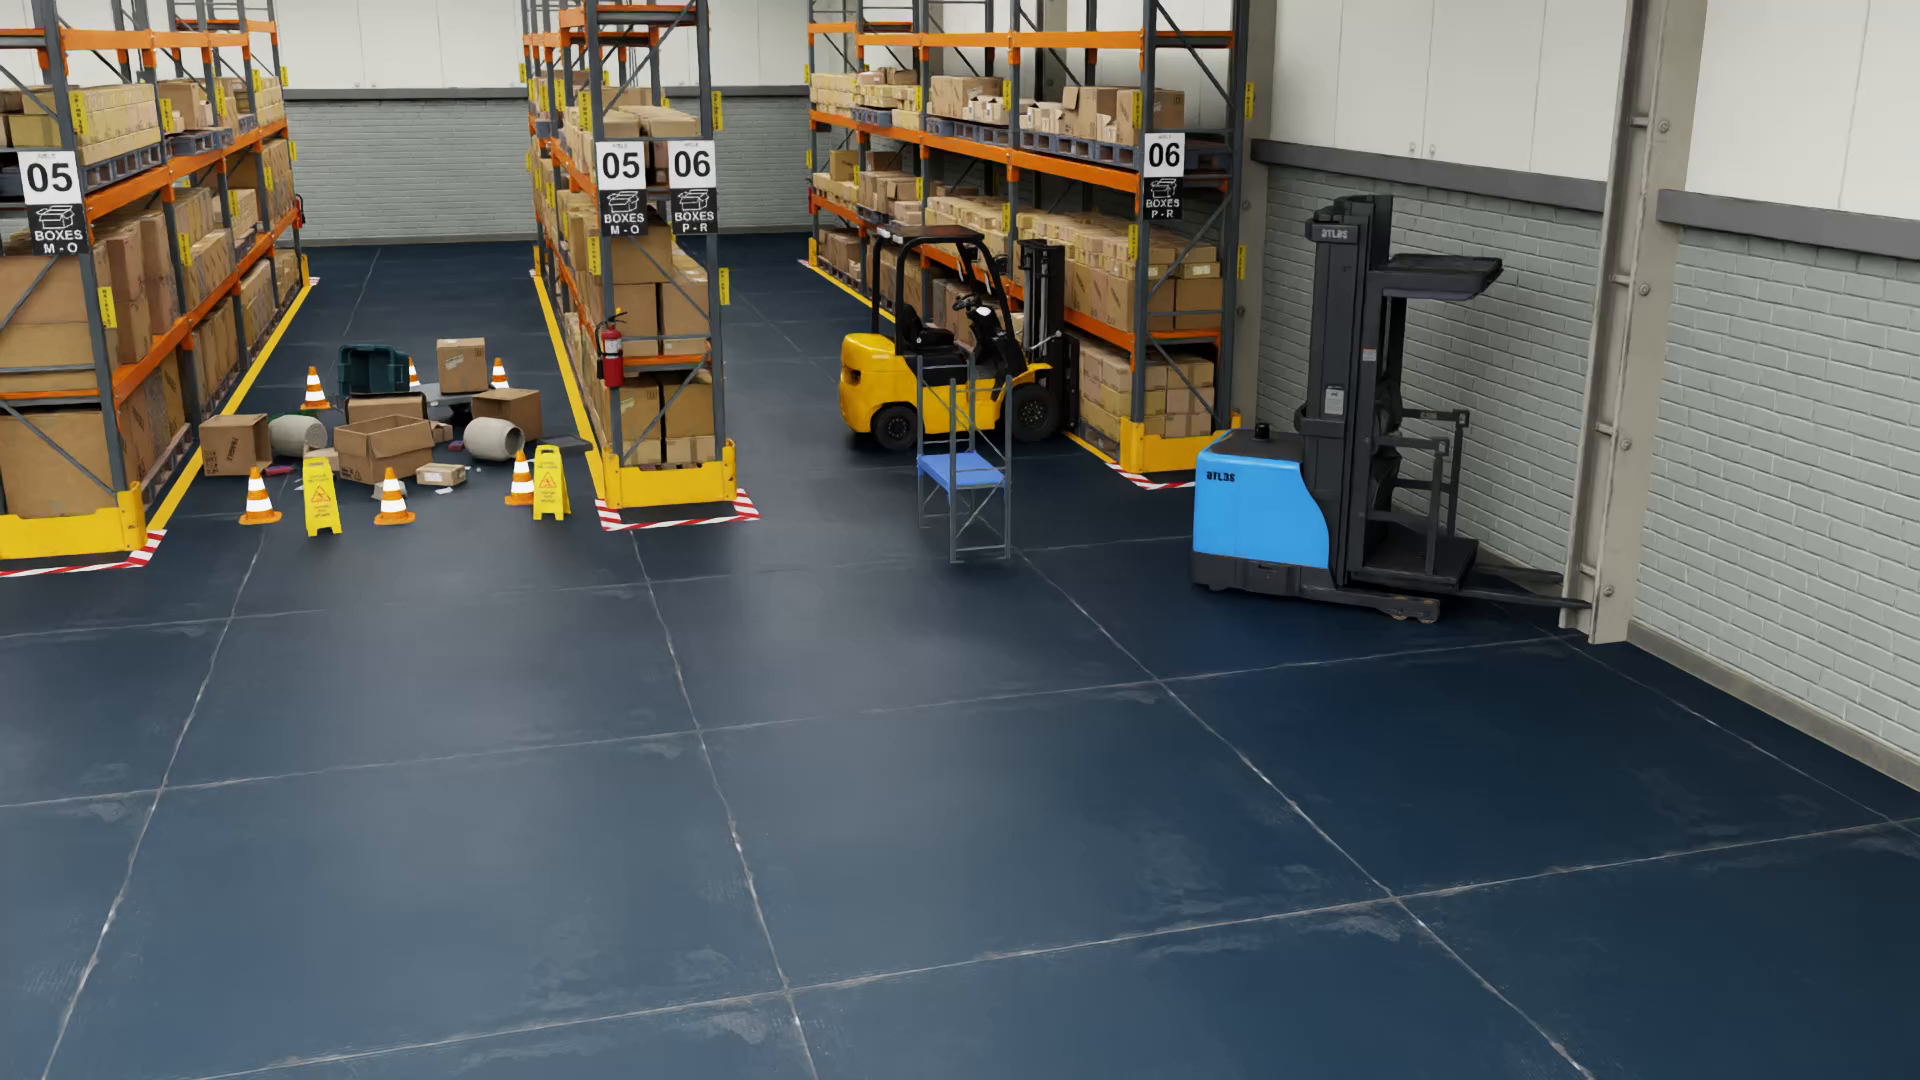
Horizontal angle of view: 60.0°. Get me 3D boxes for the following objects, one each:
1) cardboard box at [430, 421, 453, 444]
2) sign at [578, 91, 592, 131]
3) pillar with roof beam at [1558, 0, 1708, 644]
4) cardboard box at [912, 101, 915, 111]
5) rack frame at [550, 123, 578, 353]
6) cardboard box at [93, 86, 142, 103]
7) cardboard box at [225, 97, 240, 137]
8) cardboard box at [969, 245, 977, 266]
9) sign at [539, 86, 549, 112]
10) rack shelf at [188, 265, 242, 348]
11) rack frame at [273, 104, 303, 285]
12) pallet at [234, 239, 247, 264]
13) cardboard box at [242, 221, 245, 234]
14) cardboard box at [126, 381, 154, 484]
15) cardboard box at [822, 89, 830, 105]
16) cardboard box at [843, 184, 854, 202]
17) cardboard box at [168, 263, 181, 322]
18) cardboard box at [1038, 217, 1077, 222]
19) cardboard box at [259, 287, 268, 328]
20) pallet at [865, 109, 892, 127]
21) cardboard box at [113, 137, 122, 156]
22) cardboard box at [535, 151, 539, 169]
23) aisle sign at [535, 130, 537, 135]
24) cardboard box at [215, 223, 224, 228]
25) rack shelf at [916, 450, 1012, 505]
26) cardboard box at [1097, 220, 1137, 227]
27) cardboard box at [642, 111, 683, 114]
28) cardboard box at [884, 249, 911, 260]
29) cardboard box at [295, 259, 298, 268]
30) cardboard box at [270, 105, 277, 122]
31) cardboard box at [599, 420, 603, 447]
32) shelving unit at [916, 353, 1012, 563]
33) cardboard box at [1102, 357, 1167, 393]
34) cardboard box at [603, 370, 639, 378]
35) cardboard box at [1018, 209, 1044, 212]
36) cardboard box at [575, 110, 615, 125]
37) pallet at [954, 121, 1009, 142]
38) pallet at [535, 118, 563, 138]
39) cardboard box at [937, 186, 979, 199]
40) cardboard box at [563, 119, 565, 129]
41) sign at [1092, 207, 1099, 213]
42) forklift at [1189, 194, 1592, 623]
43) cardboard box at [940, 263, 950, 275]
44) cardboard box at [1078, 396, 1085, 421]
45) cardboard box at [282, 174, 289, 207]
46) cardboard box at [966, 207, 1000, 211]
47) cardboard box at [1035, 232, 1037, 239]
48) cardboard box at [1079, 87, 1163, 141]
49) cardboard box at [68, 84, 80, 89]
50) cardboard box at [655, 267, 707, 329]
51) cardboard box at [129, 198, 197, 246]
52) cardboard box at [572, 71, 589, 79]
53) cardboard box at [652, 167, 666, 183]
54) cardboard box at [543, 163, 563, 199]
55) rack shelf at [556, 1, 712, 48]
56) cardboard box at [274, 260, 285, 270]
[{"bbox_3d":[-5.552,-1.184,17.431,0.396,0.266,0.258,11,20,32],"label":"cardboard box"},{"bbox_3d":[-3.152,-3.604,13.983,0.100,0.325,0.005,-5,17,-15],"label":"sign"},{"bbox_3d":[0.343,-3.312,9.336,9.100,9.000,0.400,-5,17,-15],"label":"pillar with roof beam"},{"bbox_3d":[-0.469,-6.171,23.634,0.380,0.149,0.250,-4,17,-14],"label":"cardboard box"},{"bbox_3d":[-4.811,-3.994,22.036,1.000,3.000,0.127,-5,17,-15],"label":"rack frame"},{"bbox_3d":[-7.831,-4.131,15.424,0.380,0.149,0.250,-4,17,-14],"label":"cardboard box"},{"bbox_3d":[-9.731,-5.514,21.708,0.500,0.500,0.500,-5,17,-15],"label":"cardboard box"},{"bbox_3d":[0.419,-3.607,21.006,0.500,0.250,0.500,-5,17,-15],"label":"cardboard box"},{"bbox_3d":[-5.347,-5.675,21.380,0.100,0.325,0.005,-5,17,-15],"label":"sign"},{"bbox_3d":[-8.994,-2.677,18.902,1.077,0.370,4.000,-5,17,-15],"label":"rack shelf"},{"bbox_3d":[-11.742,-5.788,28.007,1.000,3.000,0.127,-5,17,-15],"label":"rack frame"},{"bbox_3d":[-9.841,-3.672,21.296,1.213,0.211,1.003,-5,17,-15],"label":"pallet"},{"bbox_3d":[-9.909,-4.234,22.541,0.380,0.149,0.250,-5,18,-17],"label":"cardboard box"},{"bbox_3d":[-7.838,-0.971,14.935,0.875,0.875,0.875,-5,17,-16],"label":"cardboard box"},{"bbox_3d":[-2.091,-7.682,28.842,0.500,0.250,0.500,-5,17,-17],"label":"cardboard box"},{"bbox_3d":[-1.666,-5.824,27.870,0.500,0.250,0.500,-5,17,-15],"label":"cardboard box"},{"bbox_3d":[-8.331,-2.439,16.598,0.875,0.550,0.550,-5,17,-15],"label":"cardboard box"},{"bbox_3d":[1.099,-3.536,18.691,0.380,0.149,0.250,-5,17,-16],"label":"cardboard box"},{"bbox_3d":[-9.919,-3.217,23.061,0.500,0.500,0.500,-5,17,-16],"label":"cardboard box"},{"bbox_3d":[-0.740,-6.368,25.051,1.213,0.211,1.003,-5,17,-15],"label":"pallet"},{"bbox_3d":[-7.477,-3.397,14.365,0.380,0.149,0.250,-5,17,-16],"label":"cardboard box"},{"bbox_3d":[-6.587,-6.017,26.859,0.500,0.500,0.500,-4,17,-15],"label":"cardboard box"},{"bbox_3d":[-7.309,-7.449,29.019,0.394,0.787,0.004,-5,17,-15],"label":"aisle sign"},{"bbox_3d":[-9.483,-3.948,21.071,0.380,0.149,0.250,-4,17,-13],"label":"cardboard box"},{"bbox_3d":[0.023,-0.522,13.709,0.538,0.185,1.000,-5,17,-15],"label":"rack shelf"},{"bbox_3d":[1.733,-3.436,18.357,0.380,0.149,0.250,-5,17,-16],"label":"cardboard box"},{"bbox_3d":[-2.897,-4.094,16.205,0.380,0.149,0.250,-4,17,-15],"label":"cardboard box"},{"bbox_3d":[-0.976,-4.473,26.118,0.380,0.149,0.250,-5,17,-16],"label":"cardboard box"},{"bbox_3d":[-11.322,-4.643,27.903,0.380,0.149,0.250,-5,17,-17],"label":"cardboard box"},{"bbox_3d":[-10.927,-6.624,25.835,0.500,0.250,0.500,-4,17,-13],"label":"cardboard box"},{"bbox_3d":[-3.229,-1.012,16.157,0.500,0.250,0.500,-5,17,-15],"label":"cardboard box"},{"bbox_3d":[0.023,-0.695,13.658,0.538,1.500,1.048,-5,17,-15],"label":"shelving unit"},{"bbox_3d":[1.732,-1.641,16.512,0.500,0.250,0.500,-4,17,-13],"label":"cardboard box"},{"bbox_3d":[-3.249,-1.633,15.792,0.380,0.149,0.250,-4,17,-14],"label":"cardboard box"},{"bbox_3d":[0.869,-4.111,21.123,0.380,0.149,0.250,-5,17,-16],"label":"cardboard box"},{"bbox_3d":[-3.613,-4.190,16.525,0.380,0.149,0.250,-5,18,-17],"label":"cardboard box"},{"bbox_3d":[0.543,-5.244,21.311,1.003,0.211,1.213,-4,17,-13],"label":"pallet"},{"bbox_3d":[-5.039,-5.514,22.210,1.213,0.211,1.003,-4,17,-13],"label":"pallet"},{"bbox_3d":[-0.031,-4.792,23.786,0.500,0.500,0.500,-4,17,-13],"label":"cardboard box"},{"bbox_3d":[-4.818,-5.195,21.054,0.396,0.266,0.258,-5,17,-15],"label":"cardboard box"},{"bbox_3d":[1.593,-3.778,19.674,0.100,0.325,0.005,-5,17,-15],"label":"sign"},{"bbox_3d":[3.314,-0.978,12.112,3.031,2.935,1.130,7,18,23],"label":"forklift"},{"bbox_3d":[-0.076,-4.010,24.574,0.380,0.149,0.250,-4,17,-15],"label":"cardboard box"},{"bbox_3d":[1.469,-1.442,17.587,0.500,0.250,0.500,-5,17,-15],"label":"cardboard box"},{"bbox_3d":[-11.086,-5.592,26.664,0.500,0.500,0.500,-5,17,-15],"label":"cardboard box"},{"bbox_3d":[0.294,-4.215,21.467,0.380,0.149,0.250,-5,17,-15],"label":"cardboard box"},{"bbox_3d":[1.065,-3.390,18.721,0.380,0.149,0.250,-5,17,-15],"label":"cardboard box"},{"bbox_3d":[1.617,-4.303,16.771,0.700,0.500,0.500,-5,17,-15],"label":"cardboard box"},{"bbox_3d":[-8.671,-4.288,15.947,0.380,0.149,0.250,-5,17,-15],"label":"cardboard box"},{"bbox_3d":[-2.622,-2.268,15.597,0.500,0.500,0.500,-4,17,-14],"label":"cardboard box"},{"bbox_3d":[-9.005,-3.554,18.658,0.700,0.500,0.500,-5,17,-16],"label":"cardboard box"},{"bbox_3d":[-5.871,-7.014,25.796,0.500,0.500,0.500,-4,17,-14],"label":"cardboard box"},{"bbox_3d":[-2.550,-3.281,14.883,0.380,0.149,0.250,-5,18,-17],"label":"cardboard box"},{"bbox_3d":[-5.764,-5.206,24.156,0.500,0.500,0.500,-5,17,-17],"label":"cardboard box"},{"bbox_3d":[-3.163,-4.862,15.752,1.077,0.370,4.000,-5,17,-15],"label":"rack shelf"},{"bbox_3d":[-10.943,-4.348,26.405,0.380,0.149,0.250,-5,17,-15],"label":"cardboard box"}]
